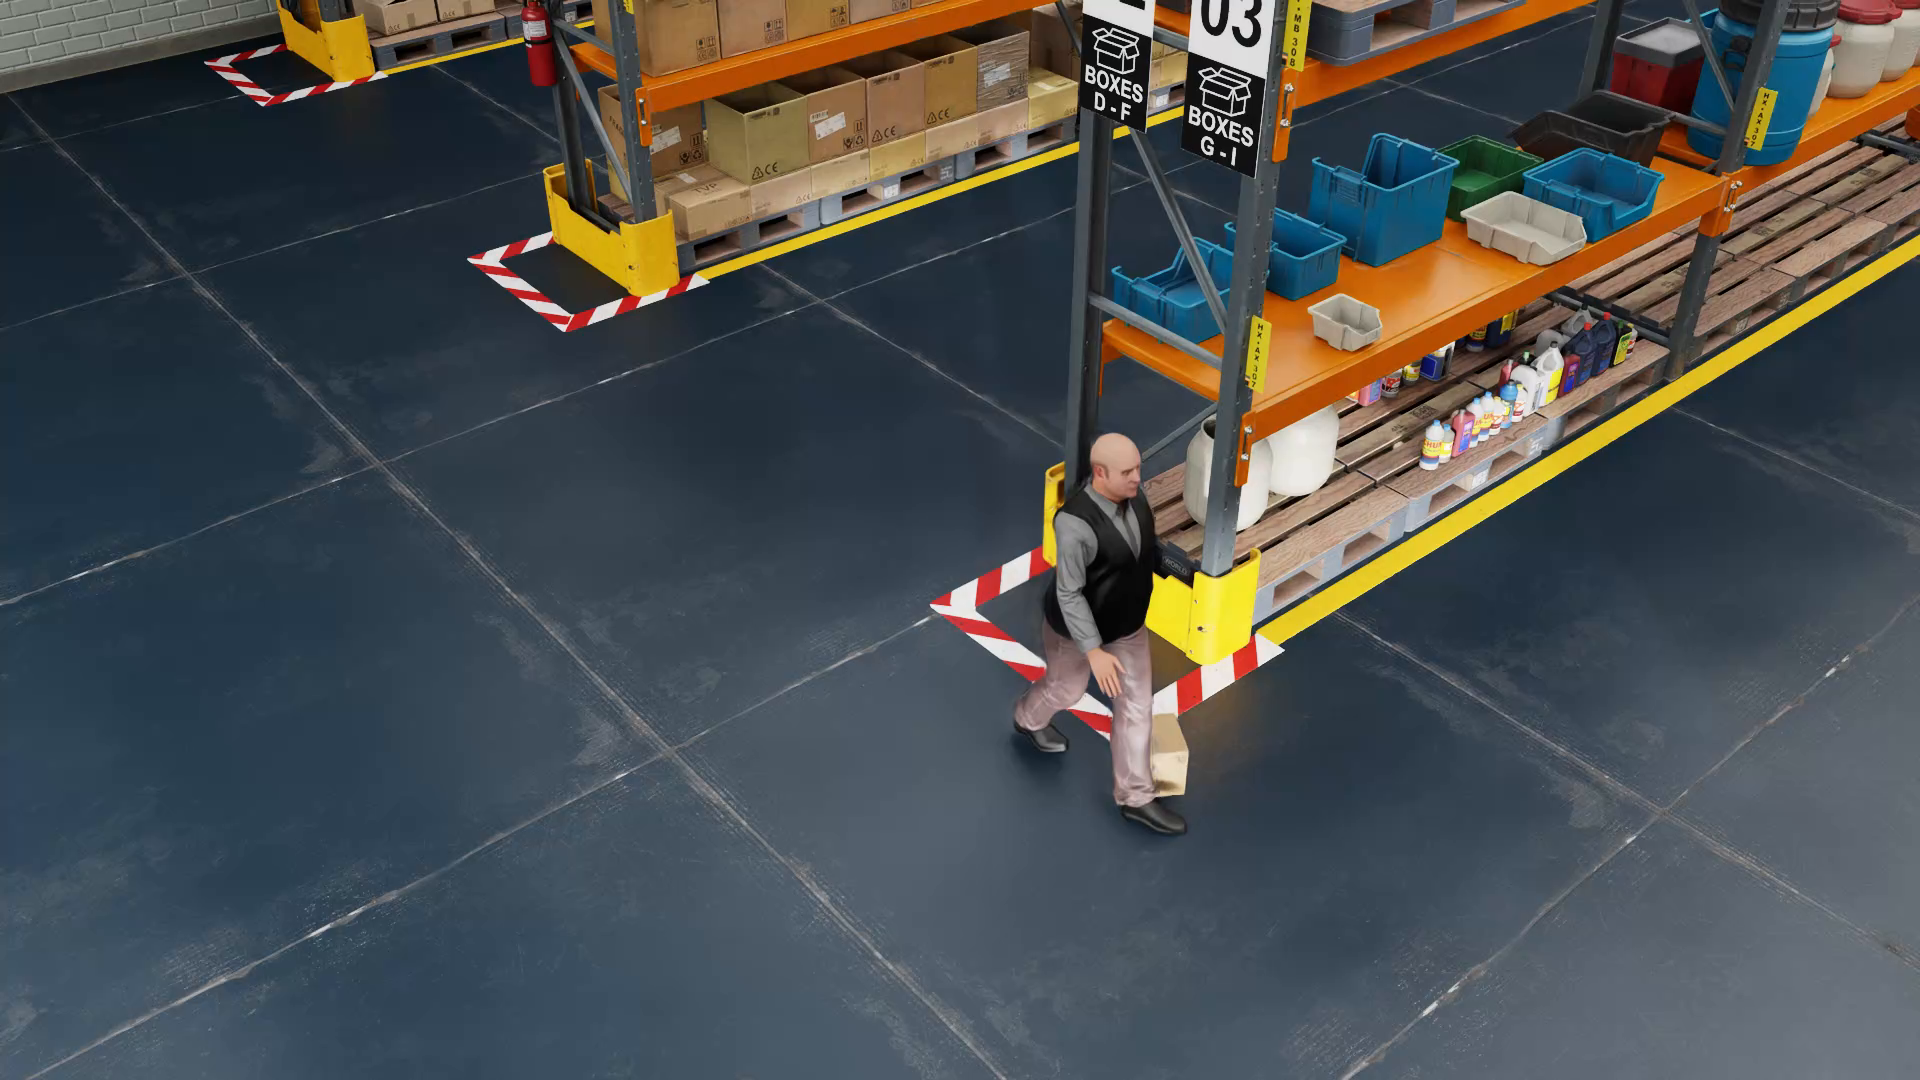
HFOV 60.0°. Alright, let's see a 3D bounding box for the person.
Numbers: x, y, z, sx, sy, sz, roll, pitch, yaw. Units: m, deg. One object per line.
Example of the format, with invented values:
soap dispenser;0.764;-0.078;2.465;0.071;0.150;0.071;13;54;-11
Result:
person;0.596;0.343;6.613;0.596;1.669;0.973;-26;43;-32
